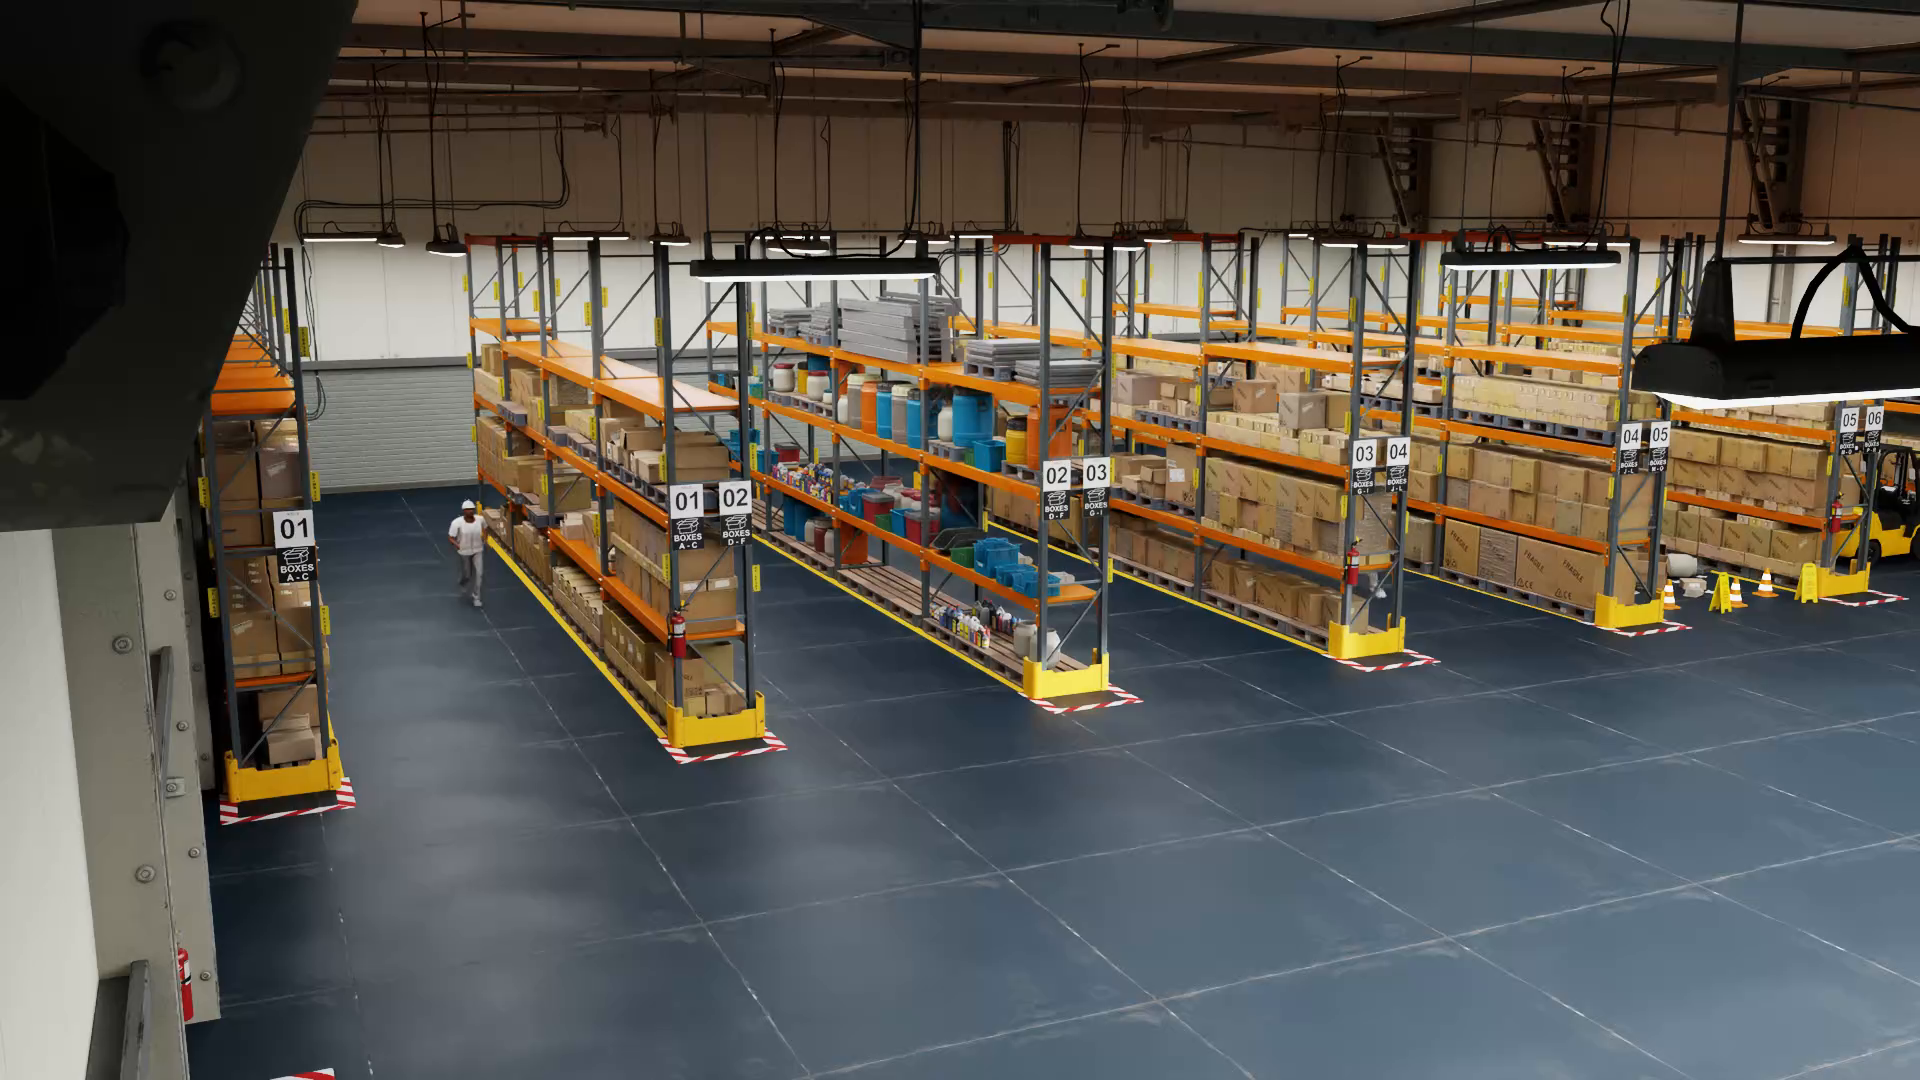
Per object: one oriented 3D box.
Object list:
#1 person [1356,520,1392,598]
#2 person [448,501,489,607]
[{"bbox_3d":[6.964,0.009,28.341,0.703,1.802,1.046,-7,13,-32],"label":"person"},{"bbox_3d":[-8.122,0.193,27.550,0.685,1.744,0.900,-6,13,-29],"label":"person"}]
